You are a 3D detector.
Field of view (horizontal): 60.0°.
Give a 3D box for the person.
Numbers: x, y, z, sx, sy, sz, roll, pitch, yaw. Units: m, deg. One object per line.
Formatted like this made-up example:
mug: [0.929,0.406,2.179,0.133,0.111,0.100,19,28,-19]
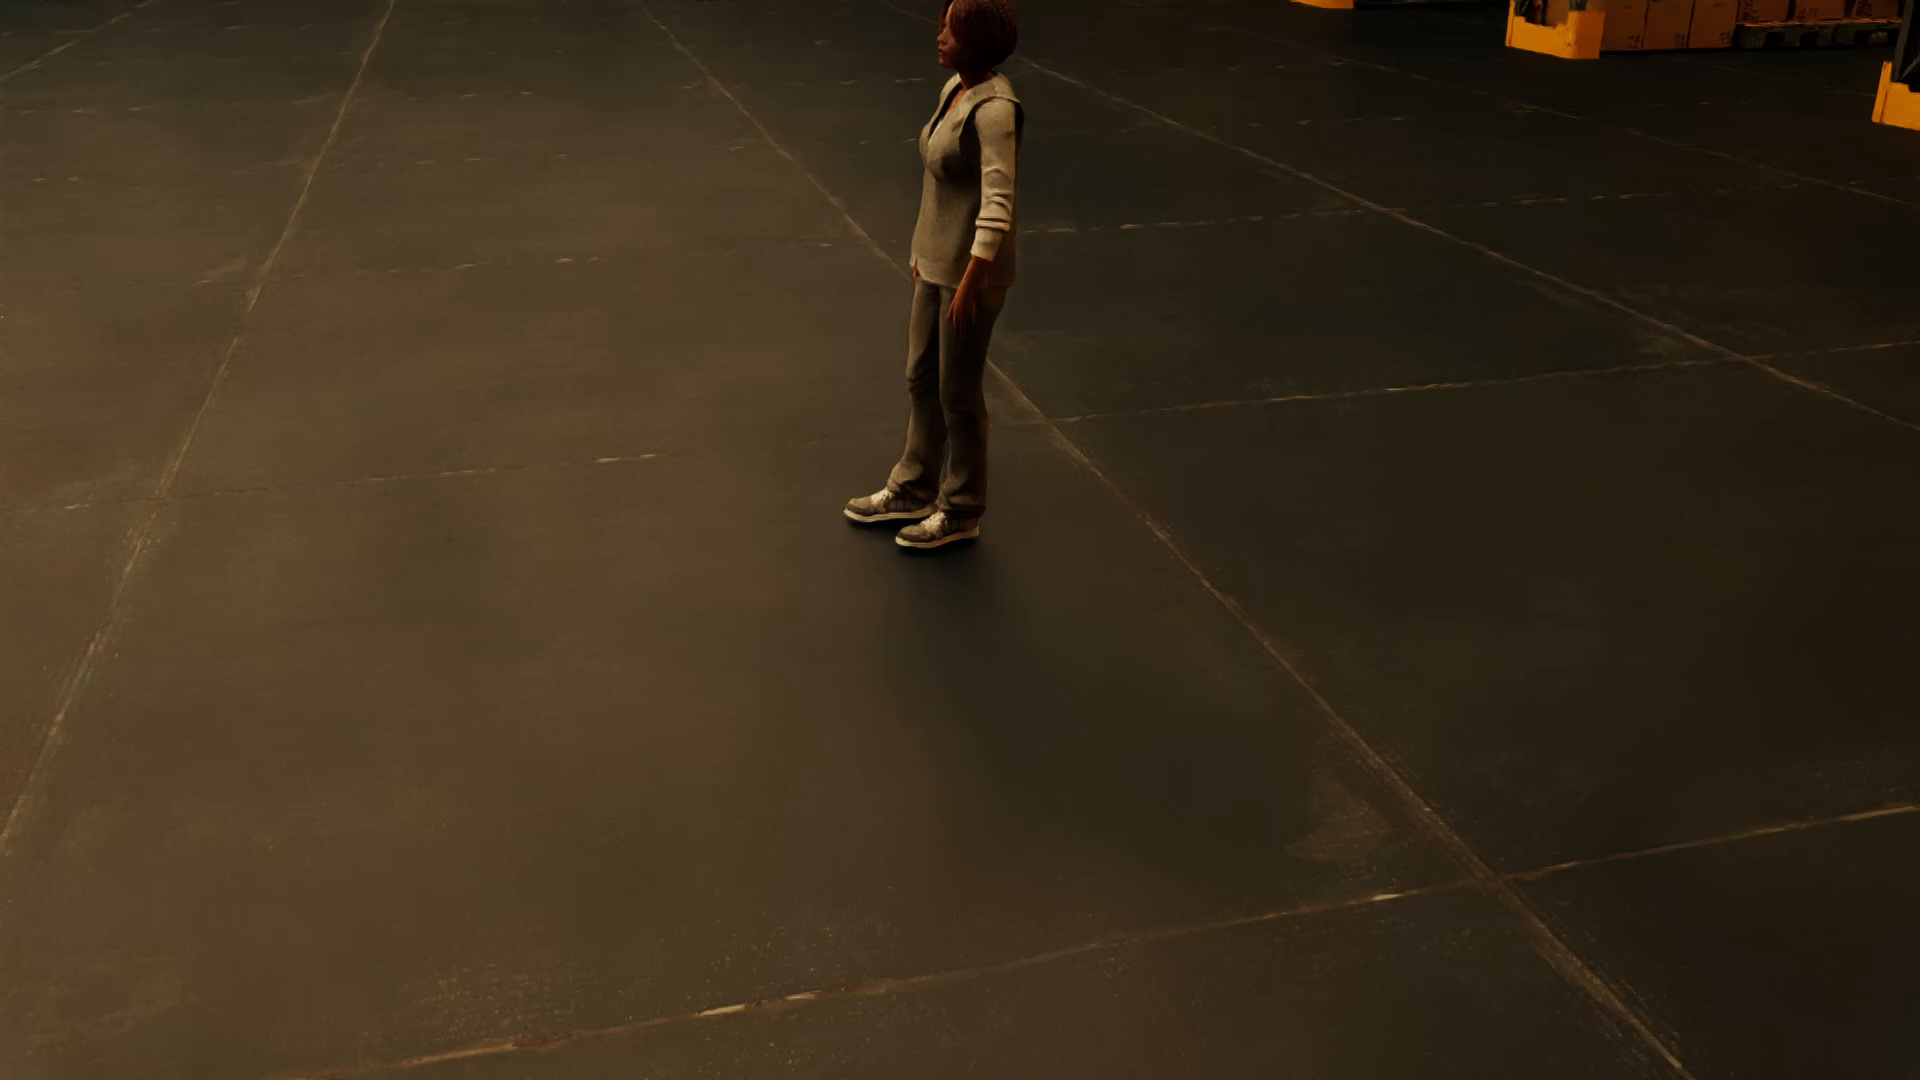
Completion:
person: [-0.075,-0.732,4.734,0.474,1.583,0.521,-6,24,-14]
